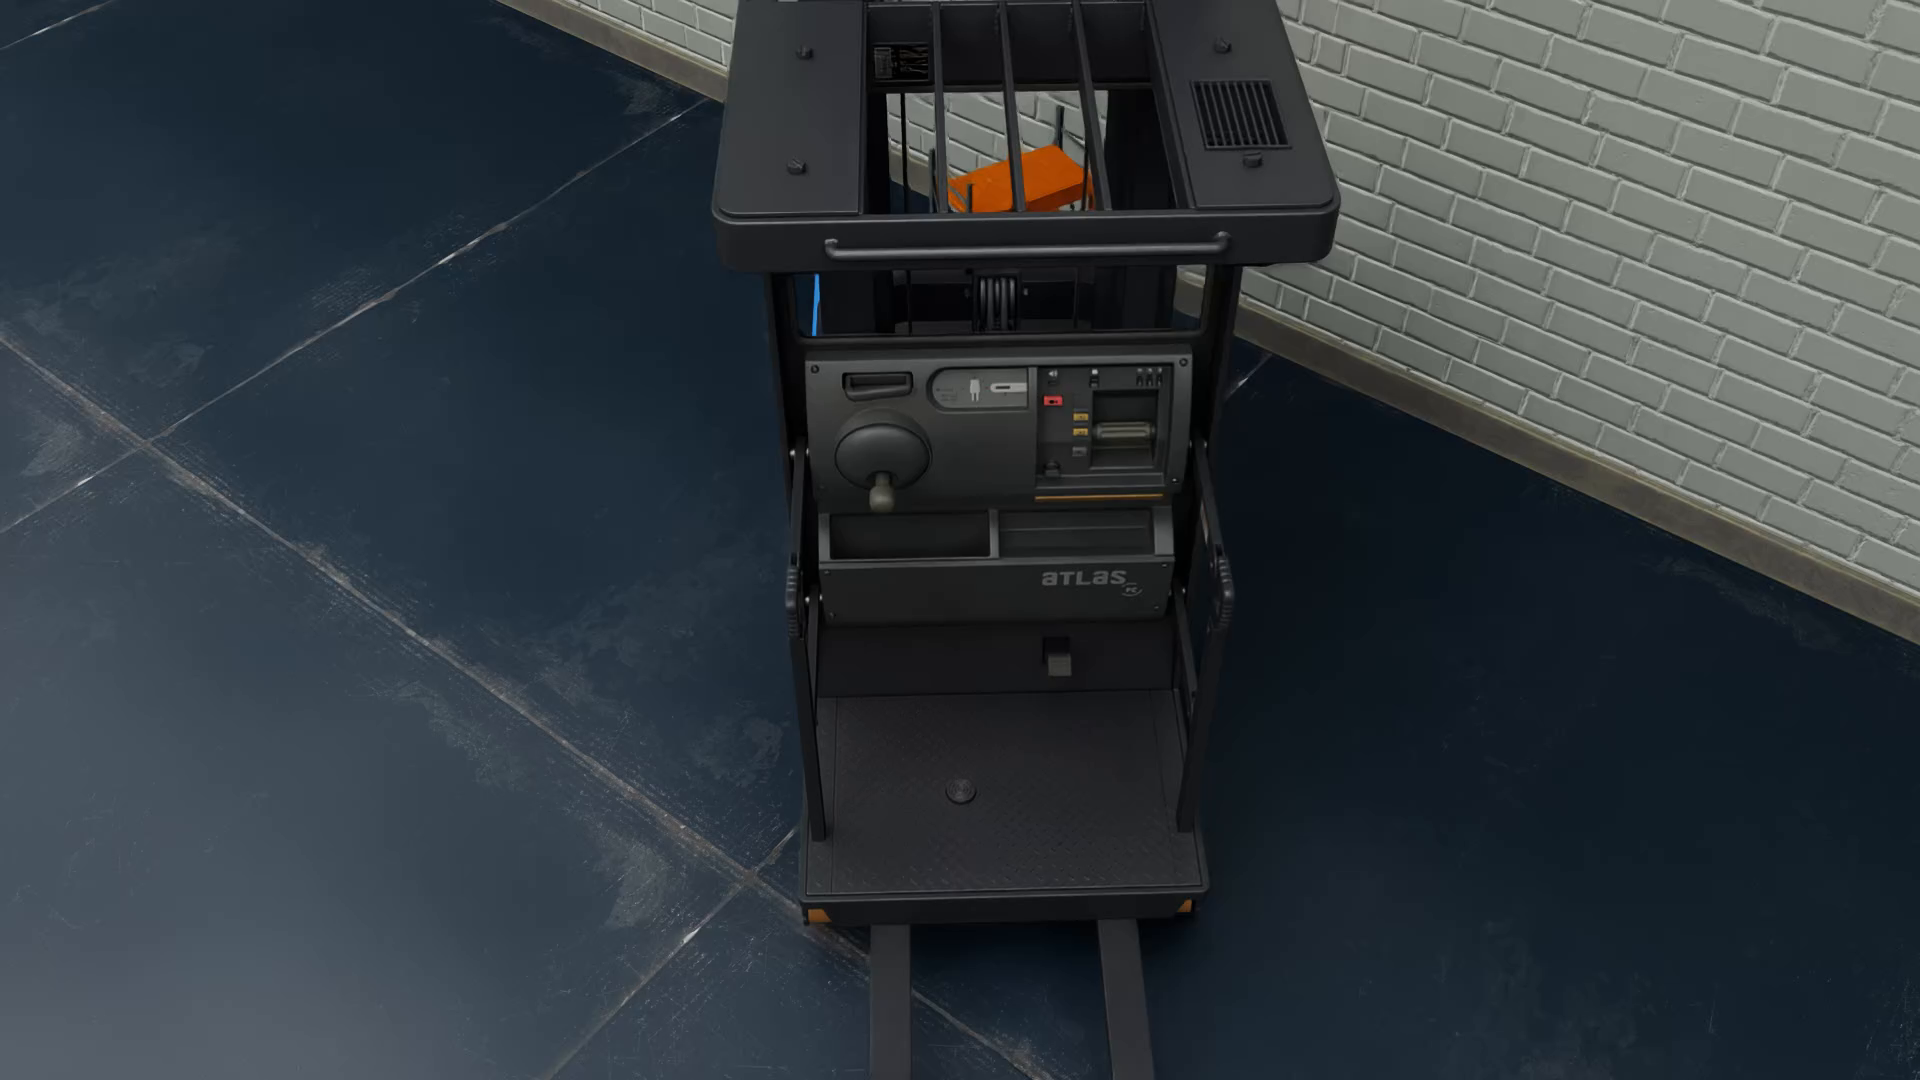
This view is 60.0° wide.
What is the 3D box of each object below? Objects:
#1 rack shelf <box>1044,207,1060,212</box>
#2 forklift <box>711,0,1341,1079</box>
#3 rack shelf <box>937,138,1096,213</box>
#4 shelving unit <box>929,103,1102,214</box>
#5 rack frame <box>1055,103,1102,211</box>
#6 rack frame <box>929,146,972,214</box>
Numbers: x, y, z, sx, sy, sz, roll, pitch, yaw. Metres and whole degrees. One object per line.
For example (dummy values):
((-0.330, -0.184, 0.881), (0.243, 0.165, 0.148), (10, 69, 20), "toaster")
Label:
((0.178, -0.962, 5.623), (0.480, 0.148, 0.258), (-24, 51, -21), "rack shelf")
((0.104, -0.173, 3.889), (1.130, 2.935, 3.031), (-1, 46, -1), "forklift")
((0.178, -1.126, 5.452), (0.480, 0.148, 0.258), (-24, 51, -21), "rack shelf")
((0.178, -0.854, 5.736), (0.503, 1.200, 0.258), (-24, 51, -21), "shelving unit")
((0.387, -0.946, 5.824), (0.015, 1.200, 0.240), (-24, 51, -21), "rack frame")
((-0.030, -0.763, 5.649), (0.015, 1.200, 0.240), (-24, 51, -21), "rack frame")
